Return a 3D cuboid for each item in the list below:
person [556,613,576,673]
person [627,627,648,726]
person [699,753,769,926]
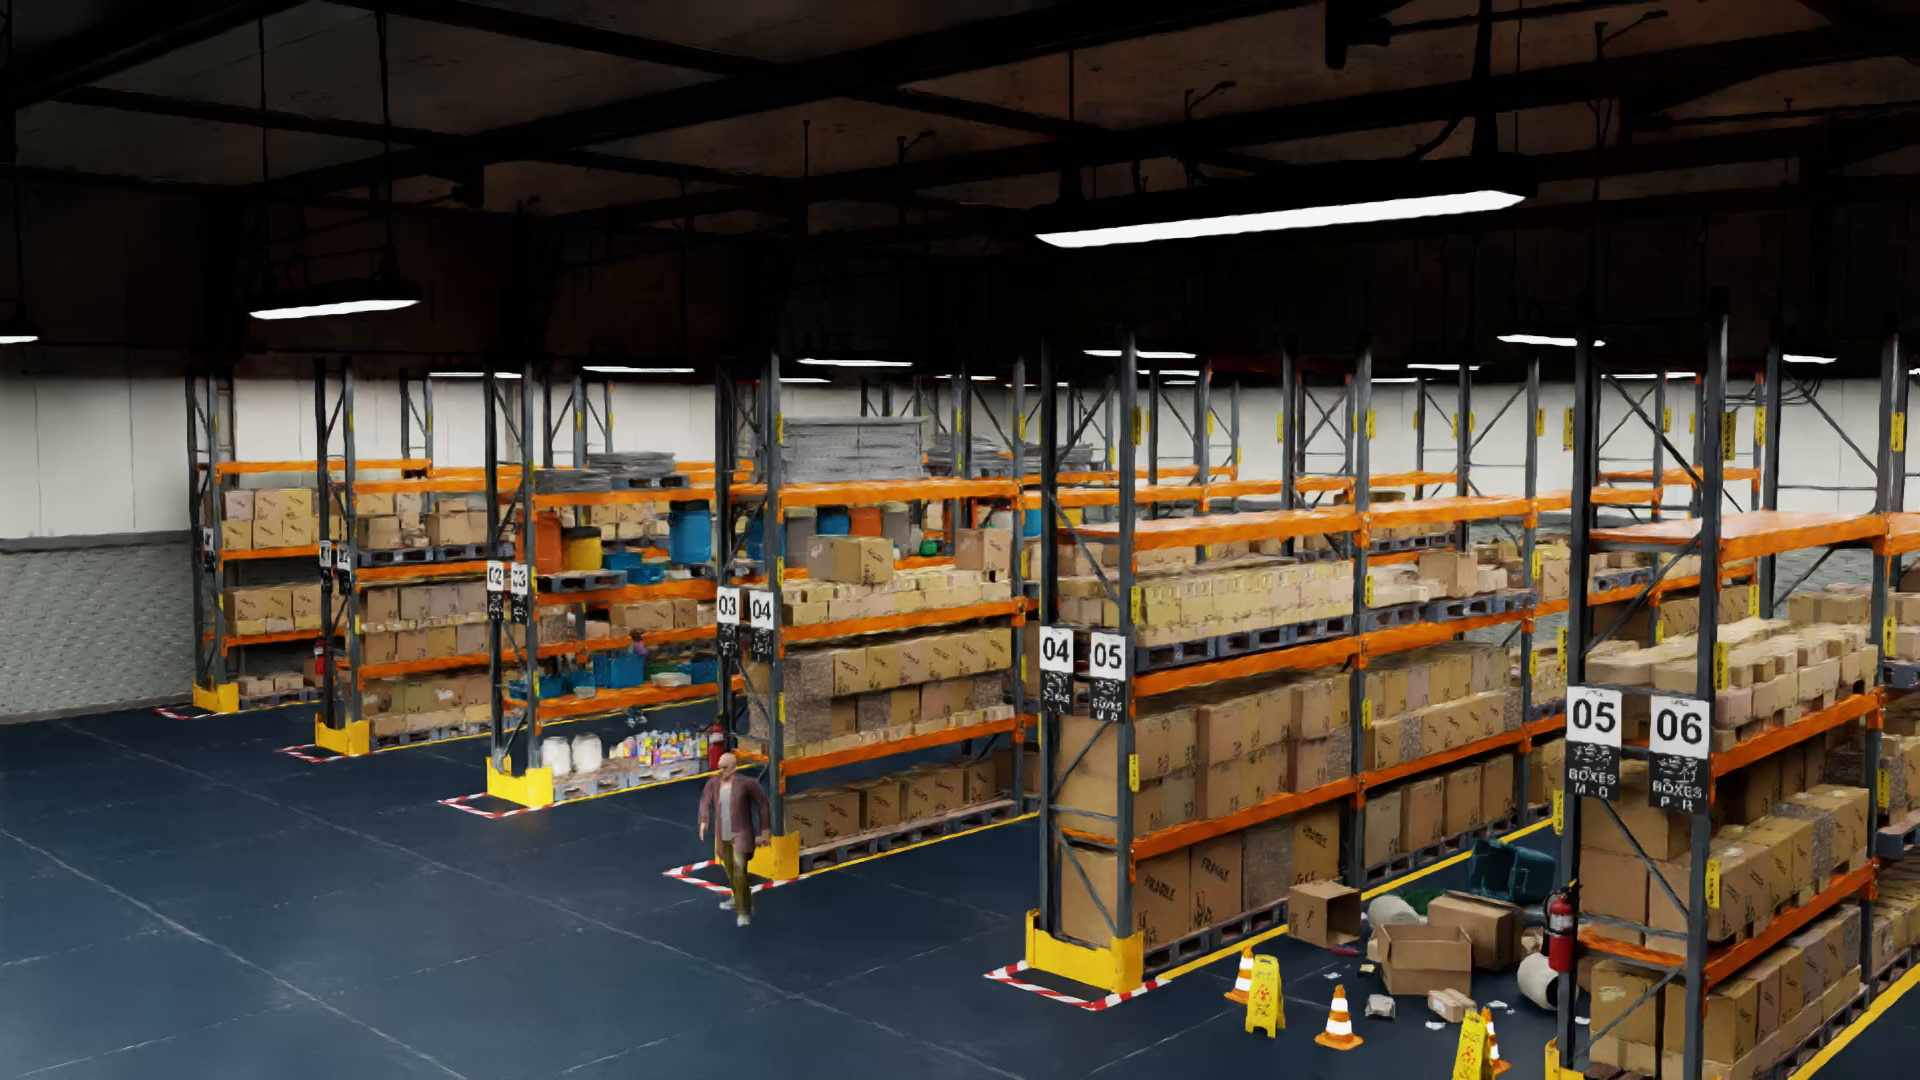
[{"bbox_3d":[-7.250,2.042,30.254,0.639,1.587,0.549,-1,5,-16],"label":"person"},{"bbox_3d":[-5.367,2.263,27.674,0.336,1.642,0.482,1,5,16],"label":"person"},{"bbox_3d":[-2.279,3.000,16.969,0.711,1.719,0.868,2,5,25],"label":"person"}]
